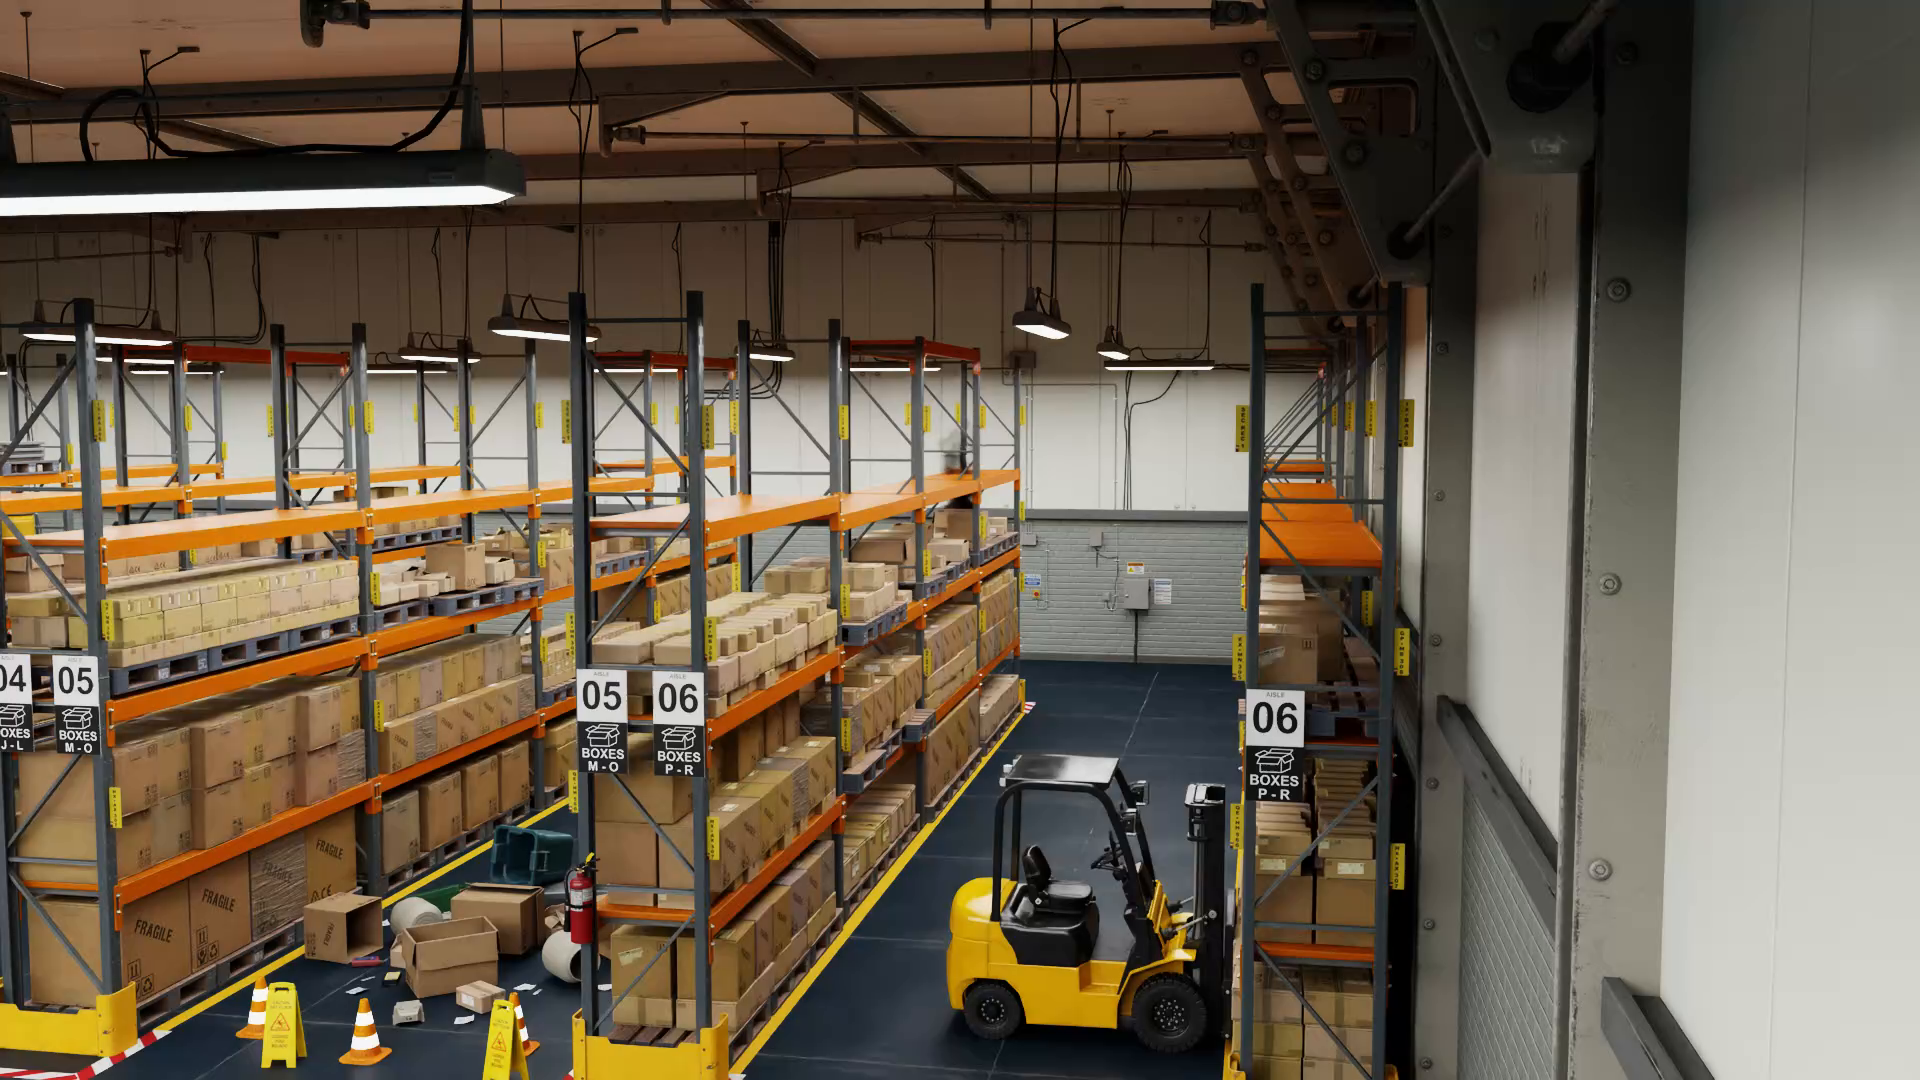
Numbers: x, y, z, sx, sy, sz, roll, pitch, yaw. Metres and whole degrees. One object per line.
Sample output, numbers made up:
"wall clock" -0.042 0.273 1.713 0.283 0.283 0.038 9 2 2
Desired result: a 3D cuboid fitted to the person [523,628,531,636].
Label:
"person" -6.635 2.241 25.898 0.673 1.762 1.039 0 5 4
